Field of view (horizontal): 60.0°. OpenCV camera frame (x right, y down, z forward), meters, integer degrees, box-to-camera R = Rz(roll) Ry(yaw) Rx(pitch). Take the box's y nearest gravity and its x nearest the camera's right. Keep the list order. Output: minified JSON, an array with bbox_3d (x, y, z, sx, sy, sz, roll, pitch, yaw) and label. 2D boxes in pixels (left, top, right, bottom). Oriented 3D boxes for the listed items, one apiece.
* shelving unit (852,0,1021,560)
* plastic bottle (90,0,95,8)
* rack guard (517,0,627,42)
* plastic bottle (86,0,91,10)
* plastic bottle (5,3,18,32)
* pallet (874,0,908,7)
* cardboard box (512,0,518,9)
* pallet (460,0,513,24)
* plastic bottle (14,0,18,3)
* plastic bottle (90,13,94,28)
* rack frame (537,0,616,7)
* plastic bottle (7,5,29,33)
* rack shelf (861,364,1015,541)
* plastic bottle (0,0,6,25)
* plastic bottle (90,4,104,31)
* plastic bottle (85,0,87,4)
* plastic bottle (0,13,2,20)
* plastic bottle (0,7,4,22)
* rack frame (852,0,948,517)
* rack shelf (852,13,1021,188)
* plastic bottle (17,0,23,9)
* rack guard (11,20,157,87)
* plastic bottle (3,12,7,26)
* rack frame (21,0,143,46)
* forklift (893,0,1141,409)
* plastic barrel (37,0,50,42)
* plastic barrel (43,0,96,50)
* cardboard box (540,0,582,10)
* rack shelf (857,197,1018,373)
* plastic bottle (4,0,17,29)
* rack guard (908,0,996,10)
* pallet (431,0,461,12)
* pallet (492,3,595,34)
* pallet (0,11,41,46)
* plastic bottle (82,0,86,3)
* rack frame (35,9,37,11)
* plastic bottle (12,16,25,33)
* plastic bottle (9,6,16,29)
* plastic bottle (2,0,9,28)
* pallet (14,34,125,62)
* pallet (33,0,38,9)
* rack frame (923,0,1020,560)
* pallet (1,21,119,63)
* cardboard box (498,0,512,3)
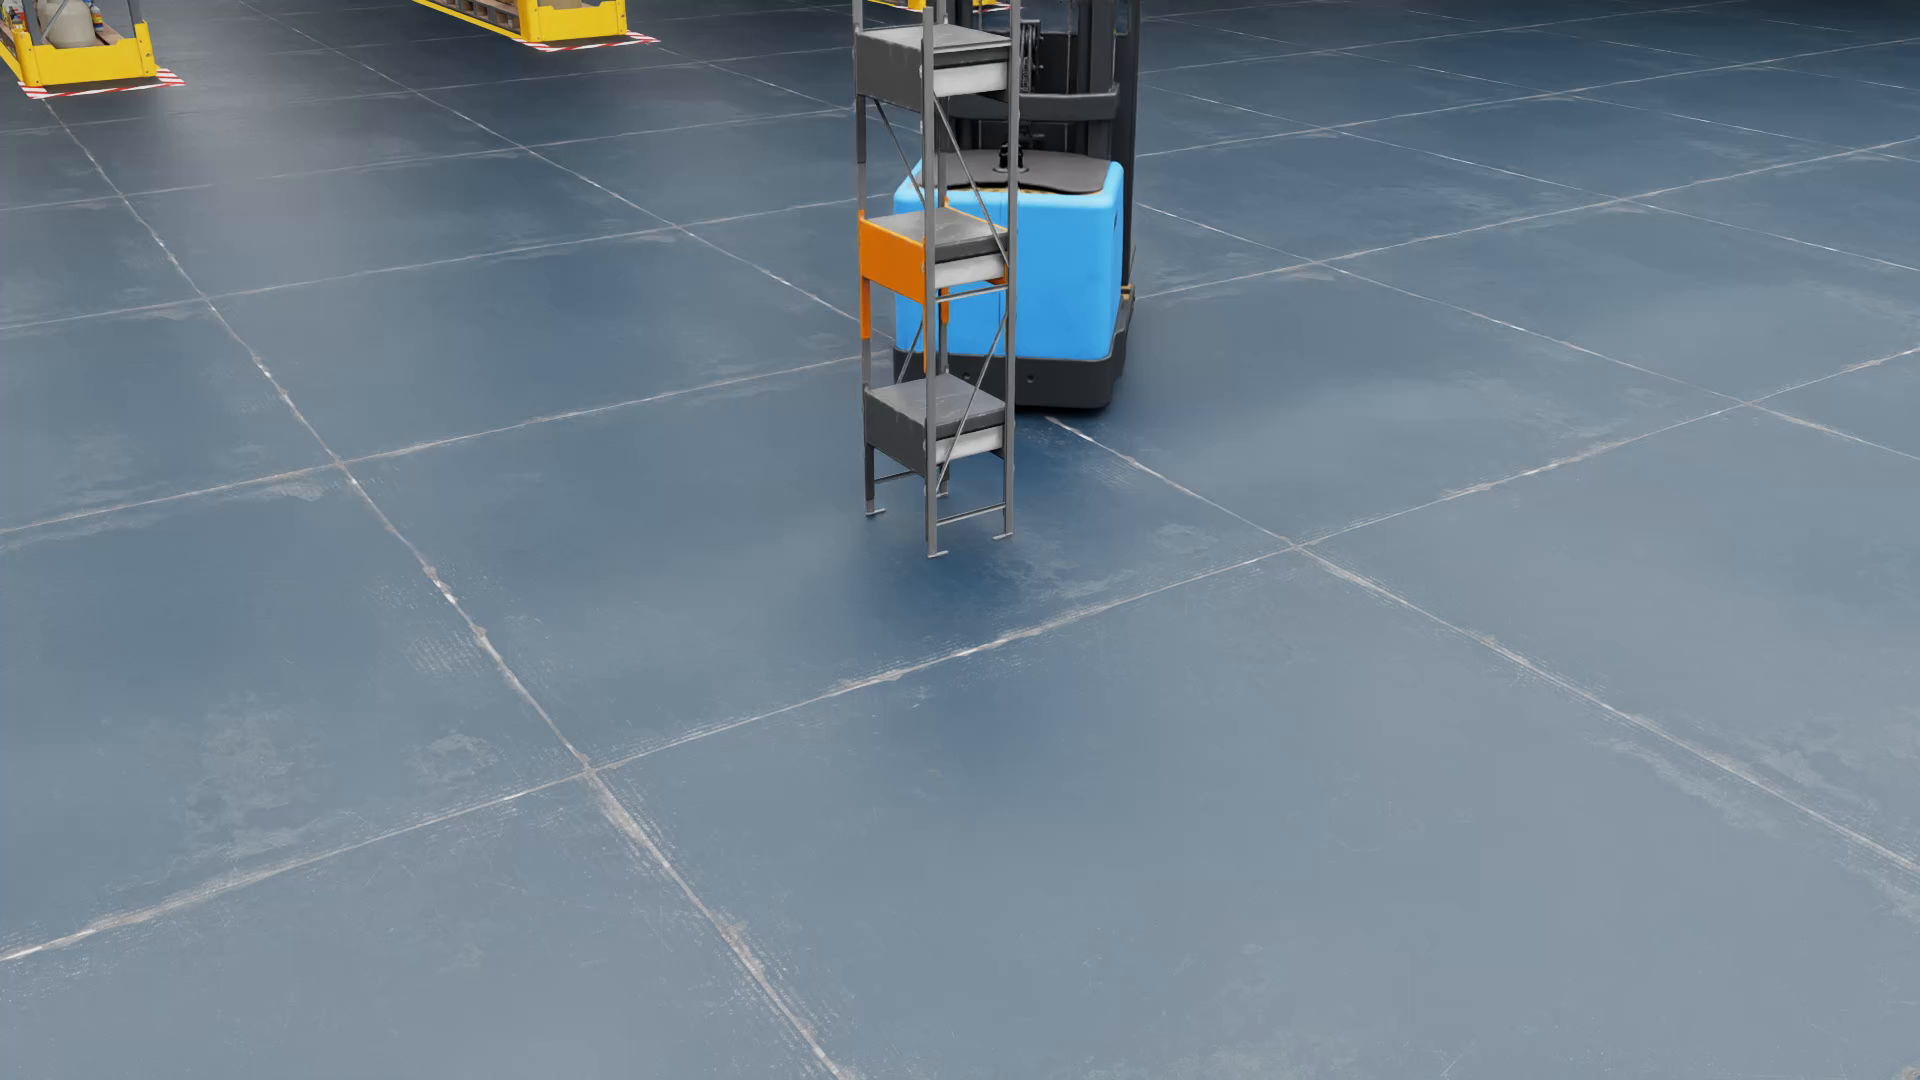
[{"bbox_3d":[-0.090,-1.009,6.427,0.431,2.100,0.503,-16,29,-30],"label":"shelving unit"},{"bbox_3d":[-9.309,-5.660,17.891,0.061,0.283,0.133,-15,29,-29],"label":"plastic bottle"},{"bbox_3d":[-4.364,-5.934,18.734,1.175,0.500,0.348,-16,29,-30],"label":"rack guard"},{"bbox_3d":[-9.388,-5.691,17.973,0.097,0.271,0.097,0,25,0],"label":"plastic bottle"},{"bbox_3d":[-10.032,-5.551,17.670,0.152,0.276,0.135,-16,30,-31],"label":"plastic bottle"},{"bbox_3d":[-0.613,-7.163,21.677,1.003,0.211,1.213,-16,29,-30],"label":"pallet"},{"bbox_3d":[-5.004,-6.529,19.504,0.500,0.500,0.500,-8,26,-16],"label":"cardboard box"},{"bbox_3d":[-5.439,-6.538,20.352,1.003,0.211,1.213,-16,29,-30],"label":"pallet"},{"bbox_3d":[-10.382,-5.869,18.350,0.097,0.271,0.097,0,25,0],"label":"plastic bottle"},{"bbox_3d":[-9.257,-5.574,17.807,0.097,0.201,0.097,0,25,0],"label":"plastic bottle"},{"bbox_3d":[-4.322,-7.037,18.142,1.000,3.000,0.127,-16,29,-30],"label":"rack frame"},{"bbox_3d":[-9.957,-5.501,17.564,0.152,0.276,0.135,-15,29,-29],"label":"plastic bottle"},{"bbox_3d":[-0.090,-0.363,6.732,0.431,0.518,0.480,-16,29,-30],"label":"rack shelf"},{"bbox_3d":[-10.404,-5.762,18.109,0.061,0.283,0.133,-14,29,-27],"label":"plastic bottle"},{"bbox_3d":[-9.201,-5.569,17.713,0.097,0.271,0.097,0,25,0],"label":"plastic bottle"},{"bbox_3d":[-9.442,-5.727,18.049,0.097,0.271,0.097,0,25,0],"label":"plastic bottle"},{"bbox_3d":[-10.563,-5.929,18.383,0.144,0.351,0.185,-15,29,-28],"label":"plastic bottle"},{"bbox_3d":[-10.460,-5.861,18.240,0.144,0.351,0.185,-17,30,-32],"label":"plastic bottle"},{"bbox_3d":[-0.224,-1.096,6.612,0.400,2.100,0.015,-16,29,-30],"label":"rack frame"},{"bbox_3d":[-0.090,-1.629,6.134,0.431,0.518,0.480,-16,29,-30],"label":"rack shelf"},{"bbox_3d":[-10.117,-5.719,18.026,0.152,0.276,0.135,-16,29,-30],"label":"plastic bottle"},{"bbox_3d":[-8.553,-4.768,16.265,1.175,0.500,0.348,-16,29,-30],"label":"rack guard"},{"bbox_3d":[-10.325,-5.687,18.046,0.097,0.201,0.097,0,25,0],"label":"plastic bottle"},{"bbox_3d":[-8.472,-5.883,15.697,1.000,3.000,0.127,-16,29,-30],"label":"rack frame"},{"bbox_3d":[0.404,-2.550,8.719,1.130,2.935,3.031,4,26,8],"label":"forklift"},{"bbox_3d":[-9.169,-5.344,16.980,0.421,0.512,0.421,0,25,0],"label":"plastic barrel"},{"bbox_3d":[-8.895,-5.165,16.600,0.421,0.512,0.421,0,25,0],"label":"plastic barrel"},{"bbox_3d":[-4.649,-6.324,19.068,0.500,0.500,0.500,-10,27,-20],"label":"cardboard box"},{"bbox_3d":[-0.090,-0.996,6.433,0.431,0.518,0.480,-16,29,-30],"label":"rack shelf"},{"bbox_3d":[-10.126,-5.643,17.777,0.144,0.351,0.185,-14,29,-27],"label":"plastic bottle"},{"bbox_3d":[-0.098,-7.018,21.030,1.175,0.500,0.348,-16,29,-30],"label":"rack guard"},{"bbox_3d":[-6.110,-6.975,21.277,1.003,0.211,1.213,-16,29,-30],"label":"pallet"},{"bbox_3d":[-4.778,-6.102,19.428,1.003,0.211,1.213,-16,29,-30],"label":"pallet"},{"bbox_3d":[-10.324,-5.802,18.794,1.003,0.211,1.213,-16,29,-30],"label":"pallet"},{"bbox_3d":[-9.553,-5.800,18.202,0.097,0.271,0.097,0,25,0],"label":"plastic bottle"},{"bbox_3d":[-10.656,-7.313,18.728,1.000,3.000,0.127,-16,29,-30],"label":"rack frame"},{"bbox_3d":[-9.842,-5.371,17.376,0.097,0.201,0.097,0,25,0],"label":"plastic bottle"},{"bbox_3d":[-9.921,-5.445,17.438,0.061,0.283,0.133,-15,29,-28],"label":"plastic bottle"},{"bbox_3d":[-10.228,-5.709,17.918,0.144,0.351,0.185,-16,30,-30],"label":"plastic bottle"},{"bbox_3d":[-8.992,-4.930,16.945,1.003,0.211,1.213,-16,29,-30],"label":"pallet"},{"bbox_3d":[-11.117,-6.324,19.899,1.003,0.211,1.213,-16,29,-30],"label":"pallet"},{"bbox_3d":[0.043,-0.921,6.242,0.400,2.100,0.015,-16,29,-30],"label":"rack frame"},{"bbox_3d":[-9.654,-5.366,17.869,1.003,0.211,1.213,-16,29,-30],"label":"pallet"},{"bbox_3d":[-5.330,-6.758,19.988,0.500,0.500,0.500,-13,28,-25],"label":"cardboard box"}]
